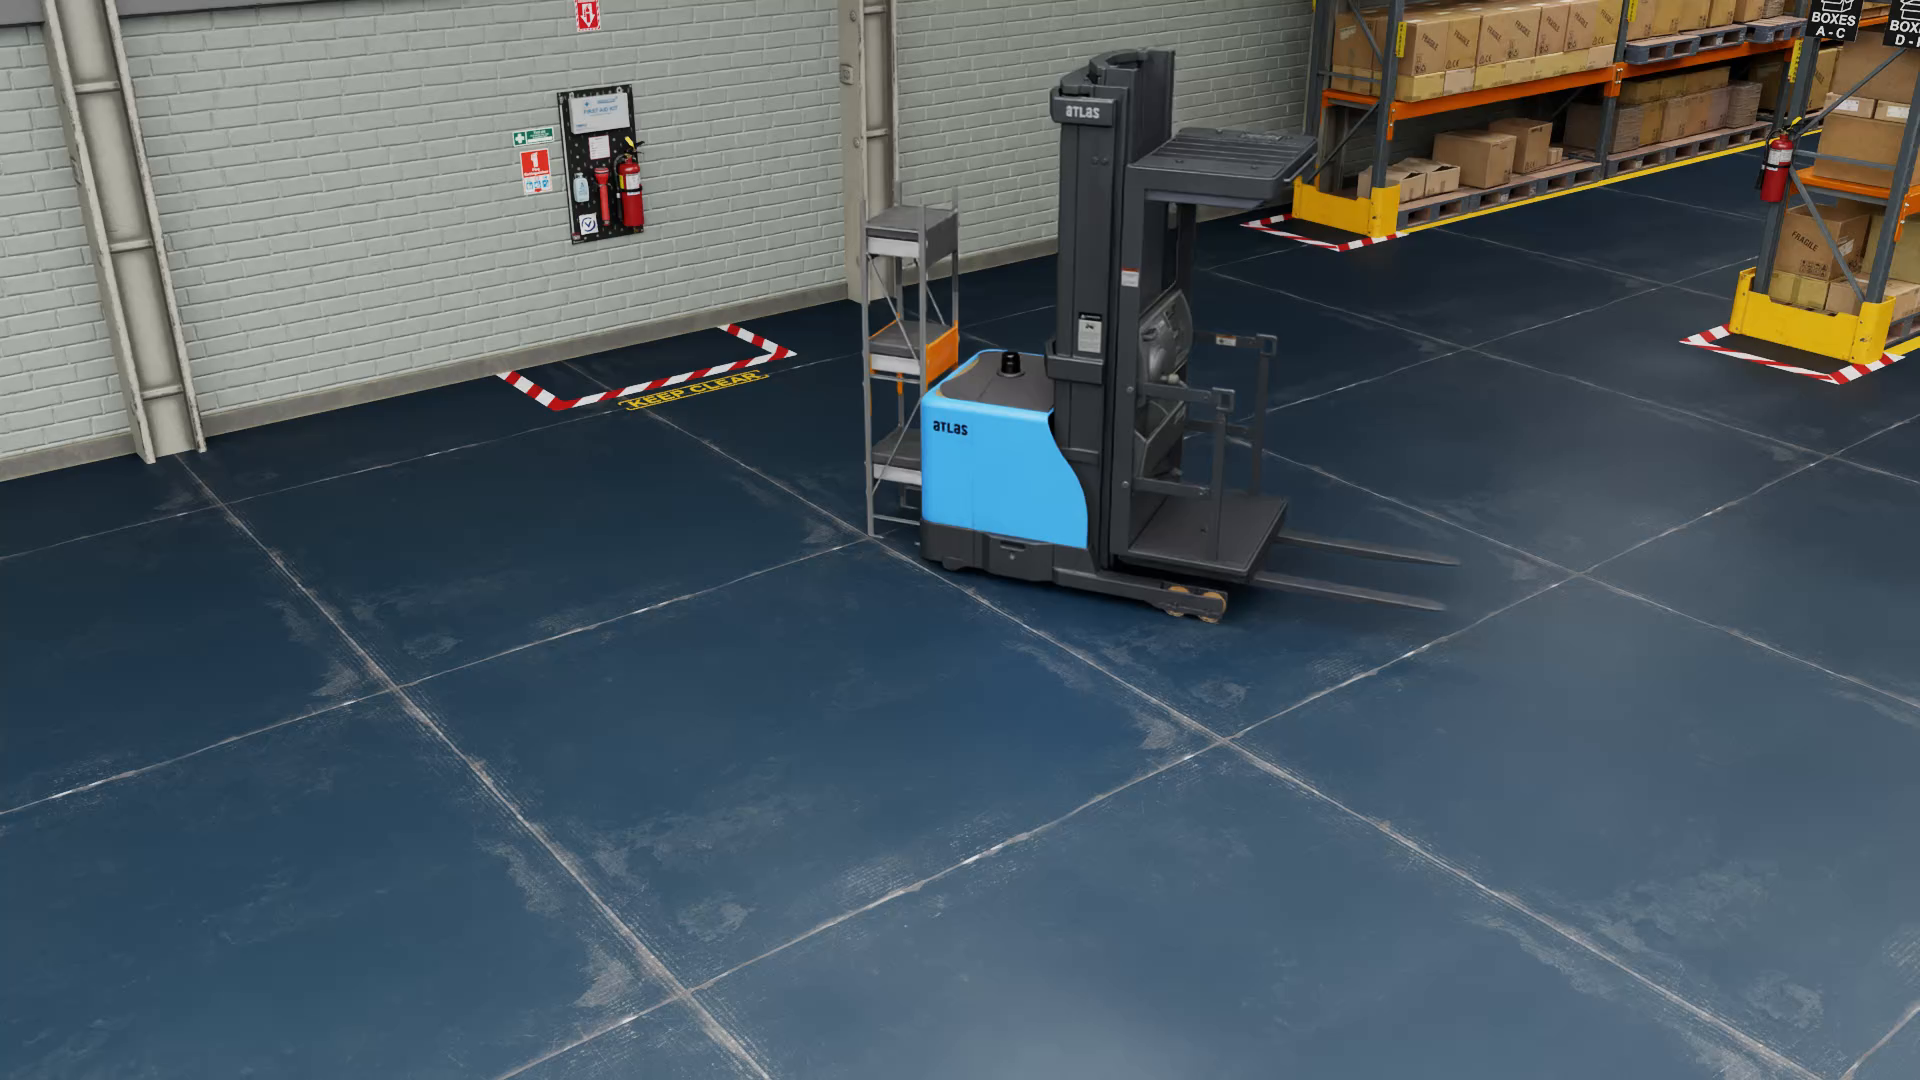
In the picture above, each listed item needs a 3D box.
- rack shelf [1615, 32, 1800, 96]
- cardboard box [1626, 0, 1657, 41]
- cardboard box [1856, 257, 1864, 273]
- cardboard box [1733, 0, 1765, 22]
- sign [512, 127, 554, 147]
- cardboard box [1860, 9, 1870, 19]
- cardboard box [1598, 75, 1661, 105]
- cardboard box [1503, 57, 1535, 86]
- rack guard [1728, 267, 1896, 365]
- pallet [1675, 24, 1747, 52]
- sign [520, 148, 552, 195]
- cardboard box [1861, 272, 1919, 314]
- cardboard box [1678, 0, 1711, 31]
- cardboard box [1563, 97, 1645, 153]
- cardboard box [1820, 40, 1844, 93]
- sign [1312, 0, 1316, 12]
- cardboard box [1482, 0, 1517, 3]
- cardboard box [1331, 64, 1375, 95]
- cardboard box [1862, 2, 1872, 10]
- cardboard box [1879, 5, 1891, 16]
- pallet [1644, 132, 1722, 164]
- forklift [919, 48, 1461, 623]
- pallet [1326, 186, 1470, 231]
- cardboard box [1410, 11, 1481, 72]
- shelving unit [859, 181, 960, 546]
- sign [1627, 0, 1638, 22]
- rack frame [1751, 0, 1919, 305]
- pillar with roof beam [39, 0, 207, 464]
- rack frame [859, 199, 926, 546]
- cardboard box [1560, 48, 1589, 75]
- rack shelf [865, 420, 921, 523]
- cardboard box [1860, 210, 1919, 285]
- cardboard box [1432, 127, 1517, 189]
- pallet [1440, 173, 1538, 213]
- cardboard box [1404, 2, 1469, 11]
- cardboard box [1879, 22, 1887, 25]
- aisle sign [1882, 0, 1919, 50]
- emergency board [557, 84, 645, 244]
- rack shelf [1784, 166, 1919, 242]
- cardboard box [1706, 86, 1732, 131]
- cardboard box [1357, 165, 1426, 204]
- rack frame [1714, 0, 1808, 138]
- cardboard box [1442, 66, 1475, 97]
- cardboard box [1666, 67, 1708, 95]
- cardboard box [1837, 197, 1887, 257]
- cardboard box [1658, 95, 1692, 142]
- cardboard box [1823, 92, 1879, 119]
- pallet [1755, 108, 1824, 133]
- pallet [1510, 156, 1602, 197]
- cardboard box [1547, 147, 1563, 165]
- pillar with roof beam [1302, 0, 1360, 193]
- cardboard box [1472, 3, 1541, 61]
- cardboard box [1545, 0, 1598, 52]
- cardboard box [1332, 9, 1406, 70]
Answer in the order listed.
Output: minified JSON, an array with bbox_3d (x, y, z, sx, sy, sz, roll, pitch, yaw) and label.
[{"bbox_3d":[8.652,-5.863,20.175,4.000,0.370,1.077,-18,31,-34],"label":"rack shelf"},{"bbox_3d":[7.499,-6.036,19.051,0.500,0.500,0.700,-18,30,-34],"label":"cardboard box"},{"bbox_3d":[7.616,-2.305,14.421,0.500,0.250,0.500,-18,31,-34],"label":"cardboard box"},{"bbox_3d":[9.439,-6.674,20.427,0.500,0.500,0.700,-22,33,-39],"label":"cardboard box"},{"bbox_3d":[-3.232,-3.057,12.601,0.331,0.109,0.001,-18,31,-34],"label":"sign"},{"bbox_3d":[11.828,-7.015,22.077,0.250,0.149,0.380,-18,30,-34],"label":"cardboard box"},{"bbox_3d":[7.991,-5.388,19.853,0.500,0.250,0.500,-19,31,-35],"label":"cardboard box"},{"bbox_3d":[5.714,-4.994,17.602,0.500,0.250,0.500,-18,30,-34],"label":"cardboard box"},{"bbox_3d":[6.971,-1.851,13.644,0.348,0.500,1.175,-18,31,-34],"label":"rack guard"},{"bbox_3d":[8.693,-6.094,20.046,1.213,0.211,1.003,-18,31,-34],"label":"pallet"},{"bbox_3d":[-3.241,-2.818,12.717,0.234,0.329,0.001,-18,31,-34],"label":"sign"},{"bbox_3d":[7.940,-2.131,14.046,0.500,0.250,0.500,-18,31,-34],"label":"cardboard box"},{"bbox_3d":[8.442,-6.360,19.749,0.500,0.500,0.700,-14,28,-27],"label":"cardboard box"},{"bbox_3d":[7.647,-4.932,19.762,0.500,0.500,0.700,-17,30,-32],"label":"cardboard box"},{"bbox_3d":[11.578,-6.297,22.311,0.750,0.750,0.750,-18,31,-34],"label":"cardboard box"},{"bbox_3d":[3.603,-5.489,16.762,0.005,0.325,0.100,-18,31,-34],"label":"sign"},{"bbox_3d":[5.774,-5.638,18.098,0.500,0.500,0.500,-17,30,-33],"label":"cardboard box"},{"bbox_3d":[4.178,-4.758,17.093,0.500,0.250,0.500,-18,30,-33],"label":"cardboard box"},{"bbox_3d":[11.575,-7.201,21.708,0.500,0.500,0.500,-18,31,-34],"label":"cardboard box"},{"bbox_3d":[12.255,-7.146,22.359,0.250,0.149,0.380,-19,31,-35],"label":"cardboard box"},{"bbox_3d":[8.650,-4.927,20.615,1.213,0.211,1.003,-18,31,-34],"label":"pallet"},{"bbox_3d":[1.328,-1.124,9.191,3.031,2.935,1.130,10,27,20],"label":"forklift"},{"bbox_3d":[4.651,-3.585,17.724,1.213,0.211,1.003,-18,31,-34],"label":"pallet"},{"bbox_3d":[4.886,-5.062,16.857,0.500,0.500,0.500,-18,30,-34],"label":"cardboard box"},{"bbox_3d":[-0.290,-1.040,9.996,0.431,2.100,0.503,10,27,20],"label":"shelving unit"},{"bbox_3d":[7.419,-5.885,18.339,0.005,0.325,0.100,-18,31,-34],"label":"sign"},{"bbox_3d":[6.990,-2.991,13.131,0.127,3.000,1.000,-18,31,-34],"label":"rack frame"},{"bbox_3d":[-2.839,-3.277,6.622,0.400,9.000,9.100,-18,31,-34],"label":"pillar with roof beam"},{"bbox_3d":[-0.384,-0.945,9.792,0.400,2.100,0.015,10,27,20],"label":"rack frame"},{"bbox_3d":[6.495,-5.261,18.177,0.500,0.250,0.500,-18,30,-34],"label":"cardboard box"},{"bbox_3d":[-0.290,-0.393,10.297,0.431,0.518,0.480,10,27,20],"label":"rack shelf"},{"bbox_3d":[7.941,-2.470,13.887,0.500,0.500,0.500,-18,31,-34],"label":"cardboard box"},{"bbox_3d":[5.587,-4.169,18.116,0.500,0.500,0.700,-21,32,-37],"label":"cardboard box"},{"bbox_3d":[5.610,-3.900,18.403,1.213,0.211,1.003,-18,31,-34],"label":"pallet"},{"bbox_3d":[4.976,-5.368,17.517,0.500,0.500,0.500,-19,31,-35],"label":"cardboard box"},{"bbox_3d":[7.817,-3.894,13.417,0.500,0.500,0.700,-19,31,-35],"label":"cardboard box"},{"bbox_3d":[7.127,-4.052,12.329,0.004,0.787,0.394,-18,31,-34],"label":"aisle sign"},{"bbox_3d":[-2.742,-2.911,12.960,0.643,1.169,0.194,-18,31,-34],"label":"emergency board"},{"bbox_3d":[8.564,-3.184,14.402,4.000,0.370,1.077,-18,31,-34],"label":"rack shelf"},{"bbox_3d":[9.214,-5.475,20.931,0.500,0.500,0.700,-18,31,-34],"label":"cardboard box"},{"bbox_3d":[4.530,-3.761,17.462,0.500,0.311,0.500,-23,33,-40],"label":"cardboard box"},{"bbox_3d":[10.226,-6.709,21.143,0.127,3.000,1.000,-18,31,-34],"label":"rack frame"},{"bbox_3d":[4.910,-4.733,17.040,0.500,0.250,0.500,-19,31,-36],"label":"cardboard box"},{"bbox_3d":[8.802,-5.648,20.413,0.500,0.250,0.500,-18,31,-34],"label":"cardboard box"},{"bbox_3d":[8.006,-2.777,14.547,0.500,0.500,0.500,-18,31,-34],"label":"cardboard box"},{"bbox_3d":[8.449,-5.202,20.343,0.500,0.500,0.700,-18,30,-33],"label":"cardboard box"},{"bbox_3d":[7.173,-3.493,13.324,0.250,0.149,0.380,-19,31,-35],"label":"cardboard box"},{"bbox_3d":[10.892,-5.624,22.117,1.213,0.211,1.003,-18,31,-34],"label":"pallet"},{"bbox_3d":[6.571,-4.219,19.090,1.213,0.211,1.003,-18,31,-34],"label":"pallet"},{"bbox_3d":[6.675,-4.436,19.087,0.380,0.166,0.250,22,33,39],"label":"cardboard box"},{"bbox_3d":[6.604,-6.394,13.339,0.400,9.000,9.100,-18,31,-34],"label":"pillar with roof beam"},{"bbox_3d":[5.696,-5.332,17.439,0.500,0.500,0.500,-17,30,-32],"label":"cardboard box"},{"bbox_3d":[6.507,-5.594,18.005,0.500,0.500,0.500,-18,31,-34],"label":"cardboard box"},{"bbox_3d":[4.170,-5.105,16.950,0.500,0.500,0.500,-19,31,-35],"label":"cardboard box"}]
